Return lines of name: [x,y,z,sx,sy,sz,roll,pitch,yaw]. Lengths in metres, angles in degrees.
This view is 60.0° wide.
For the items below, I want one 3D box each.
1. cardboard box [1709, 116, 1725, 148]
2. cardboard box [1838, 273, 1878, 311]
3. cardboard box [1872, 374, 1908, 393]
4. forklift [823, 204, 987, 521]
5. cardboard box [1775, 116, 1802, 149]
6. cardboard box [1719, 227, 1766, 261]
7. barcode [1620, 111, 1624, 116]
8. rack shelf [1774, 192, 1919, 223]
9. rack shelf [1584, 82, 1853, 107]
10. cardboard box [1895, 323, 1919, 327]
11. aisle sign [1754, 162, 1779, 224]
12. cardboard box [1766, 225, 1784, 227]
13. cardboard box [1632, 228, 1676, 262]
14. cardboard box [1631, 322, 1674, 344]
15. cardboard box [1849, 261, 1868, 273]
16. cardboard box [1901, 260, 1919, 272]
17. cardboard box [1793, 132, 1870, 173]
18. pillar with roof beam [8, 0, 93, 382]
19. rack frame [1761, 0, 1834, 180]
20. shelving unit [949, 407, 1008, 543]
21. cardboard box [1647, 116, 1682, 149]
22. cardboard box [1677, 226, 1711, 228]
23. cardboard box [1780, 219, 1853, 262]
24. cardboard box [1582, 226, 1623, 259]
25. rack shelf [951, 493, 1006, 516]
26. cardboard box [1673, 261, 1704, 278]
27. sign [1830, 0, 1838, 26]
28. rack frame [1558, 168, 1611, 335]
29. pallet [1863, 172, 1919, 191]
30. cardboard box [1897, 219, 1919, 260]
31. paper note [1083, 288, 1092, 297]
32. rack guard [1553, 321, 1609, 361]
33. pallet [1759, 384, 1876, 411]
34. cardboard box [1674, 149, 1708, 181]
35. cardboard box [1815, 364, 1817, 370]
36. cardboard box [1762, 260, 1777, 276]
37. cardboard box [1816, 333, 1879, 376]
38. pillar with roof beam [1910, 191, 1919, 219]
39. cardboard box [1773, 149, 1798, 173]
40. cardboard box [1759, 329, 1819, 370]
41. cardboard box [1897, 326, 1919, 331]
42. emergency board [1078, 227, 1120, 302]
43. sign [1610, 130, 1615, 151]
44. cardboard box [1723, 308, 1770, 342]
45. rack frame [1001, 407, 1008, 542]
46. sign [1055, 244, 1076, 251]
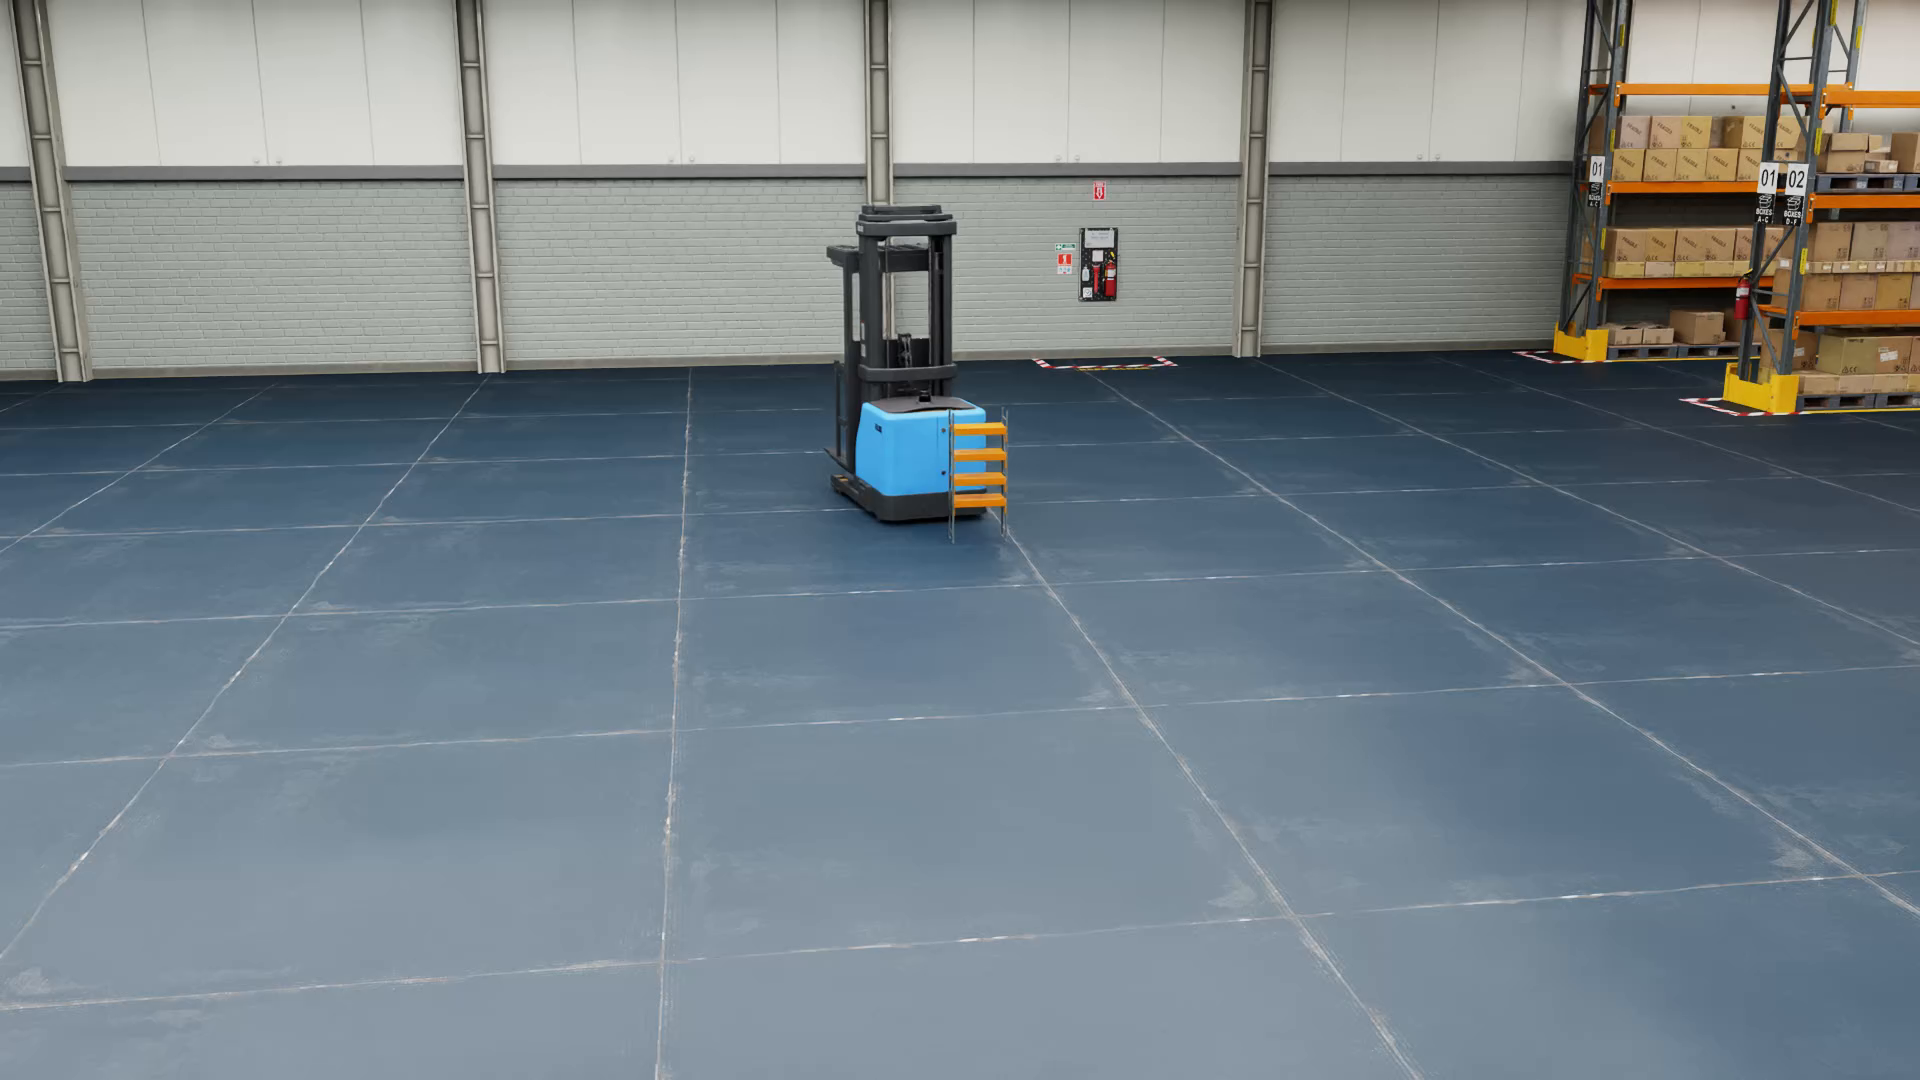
cardboard box: [11.972,-6.588,26.857,0.500,0.500,0.500,-2,14,-8]
cardboard box: [11.781,-3.351,22.213,0.500,0.500,0.700,-2,14,-7]
cardboard box: [12.351,-2.142,22.385,0.500,0.250,0.500,-2,14,-8]
forklift: [-0.699,-1.916,16.835,1.130,2.935,3.031,-5,15,-18]
cardboard box: [13.014,-6.497,26.495,0.500,0.500,0.500,-1,14,-5]
cardboard box: [12.599,-4.779,26.838,0.500,0.500,0.500,-3,14,-10]
barcode: [10.685,-6.886,26.851,0.075,0.075,0.001,-2,14,-8]
rack shelf: [12.777,-4.447,22.101,4.000,0.370,1.077,-2,14,-8]
rack shelf: [12.035,-7.092,26.488,4.000,0.370,1.077,-2,14,-8]
cardboard box: [15.752,-3.676,27.949,0.500,0.500,0.700,-2,14,-8]
aisle sign: [10.690,-4.598,22.046,0.004,0.787,0.394,-2,14,-8]
cardboard box: [13.517,-4.939,27.476,0.500,0.500,0.500,-2,14,-10]
cardboard box: [11.064,-4.721,26.608,0.500,0.500,0.500,-2,14,-8]
cardboard box: [11.319,-3.394,27.210,0.500,0.311,0.500,-1,14,-4]
cardboard box: [11.727,-3.613,21.924,0.250,0.149,0.380,-2,14,-8]
cardboard box: [12.492,-3.642,22.037,0.250,0.149,0.380,-2,14,-9]
cardboard box: [11.368,-5.065,21.723,0.637,0.503,0.797,-1,14,-4]
pillar with roof beam: [-12.470,-5.698,19.444,0.400,9.000,9.100,-2,14,-8]
rack frame: [10.799,-6.179,21.360,0.127,3.000,1.000,-2,14,-8]
shelving unit: [0.164,-0.588,15.100,0.503,1.200,0.258,-2,14,-8]
cardboard box: [10.978,-6.420,26.186,0.500,0.500,0.500,-2,14,-9]
cardboard box: [11.999,-4.883,27.252,0.500,0.500,0.500,-2,14,-8]
cardboard box: [11.315,-3.962,21.983,0.500,0.500,0.700,-2,14,-8]
cardboard box: [10.492,-4.829,27.037,0.500,0.500,0.500,-2,14,-9]
rack shelf: [0.164,-0.330,15.164,0.480,0.148,0.258,-2,14,-8]
cardboard box: [11.603,-4.378,26.779,0.500,0.250,0.500,-2,14,-9]
sign: [10.875,-6.575,20.694,0.005,0.325,0.100,-2,14,-8]
rack frame: [10.057,-4.460,26.841,0.127,3.000,1.000,-2,14,-8]
pallet: [12.711,-4.745,21.993,1.213,0.211,1.003,-2,14,-8]
cardboard box: [12.828,-4.019,22.210,0.500,0.500,0.700,-2,14,-8]
paper note: [2.053,-3.979,26.732,0.142,0.148,0.016,-2,14,-8]
rack guard: [10.132,-3.251,27.156,0.348,0.500,1.175,-2,14,-8]
pallet: [11.549,-1.954,22.580,1.213,0.211,1.003,-2,14,-8]
cardboard box: [11.474,-5.956,26.392,0.500,0.500,0.500,-1,14,-6]
cardboard box: [11.778,-2.250,22.818,0.500,0.250,0.500,-2,14,-8]
cardboard box: [13.095,-4.436,27.011,0.500,0.250,0.500,-2,14,-8]
cardboard box: [11.856,-2.487,22.220,0.500,0.500,0.500,-2,14,-8]
pillar with roof beam: [17.195,-6.786,23.780,0.400,9.000,9.100,-2,14,-8]
cardboard box: [13.048,-6.025,26.668,0.500,0.500,0.500,-3,14,-13]
cardboard box: [11.285,-2.594,22.645,0.500,0.500,0.500,-2,14,-8]
cardboard box: [13.260,-2.670,22.949,0.500,0.500,0.500,-2,14,-8]
emergency board: [2.238,-4.396,26.584,0.643,1.169,0.194,-2,14,-8]
sign: [10.138,-6.209,25.849,0.005,0.325,0.100,-2,14,-8]
cardboard box: [12.992,-3.559,27.481,0.500,0.500,0.500,-3,14,-13]
rack frame: [0.405,-0.597,15.135,0.015,1.200,0.240,-2,14,-8]
sign: [1.682,-4.673,26.526,0.331,0.109,0.001,-2,14,-8]
